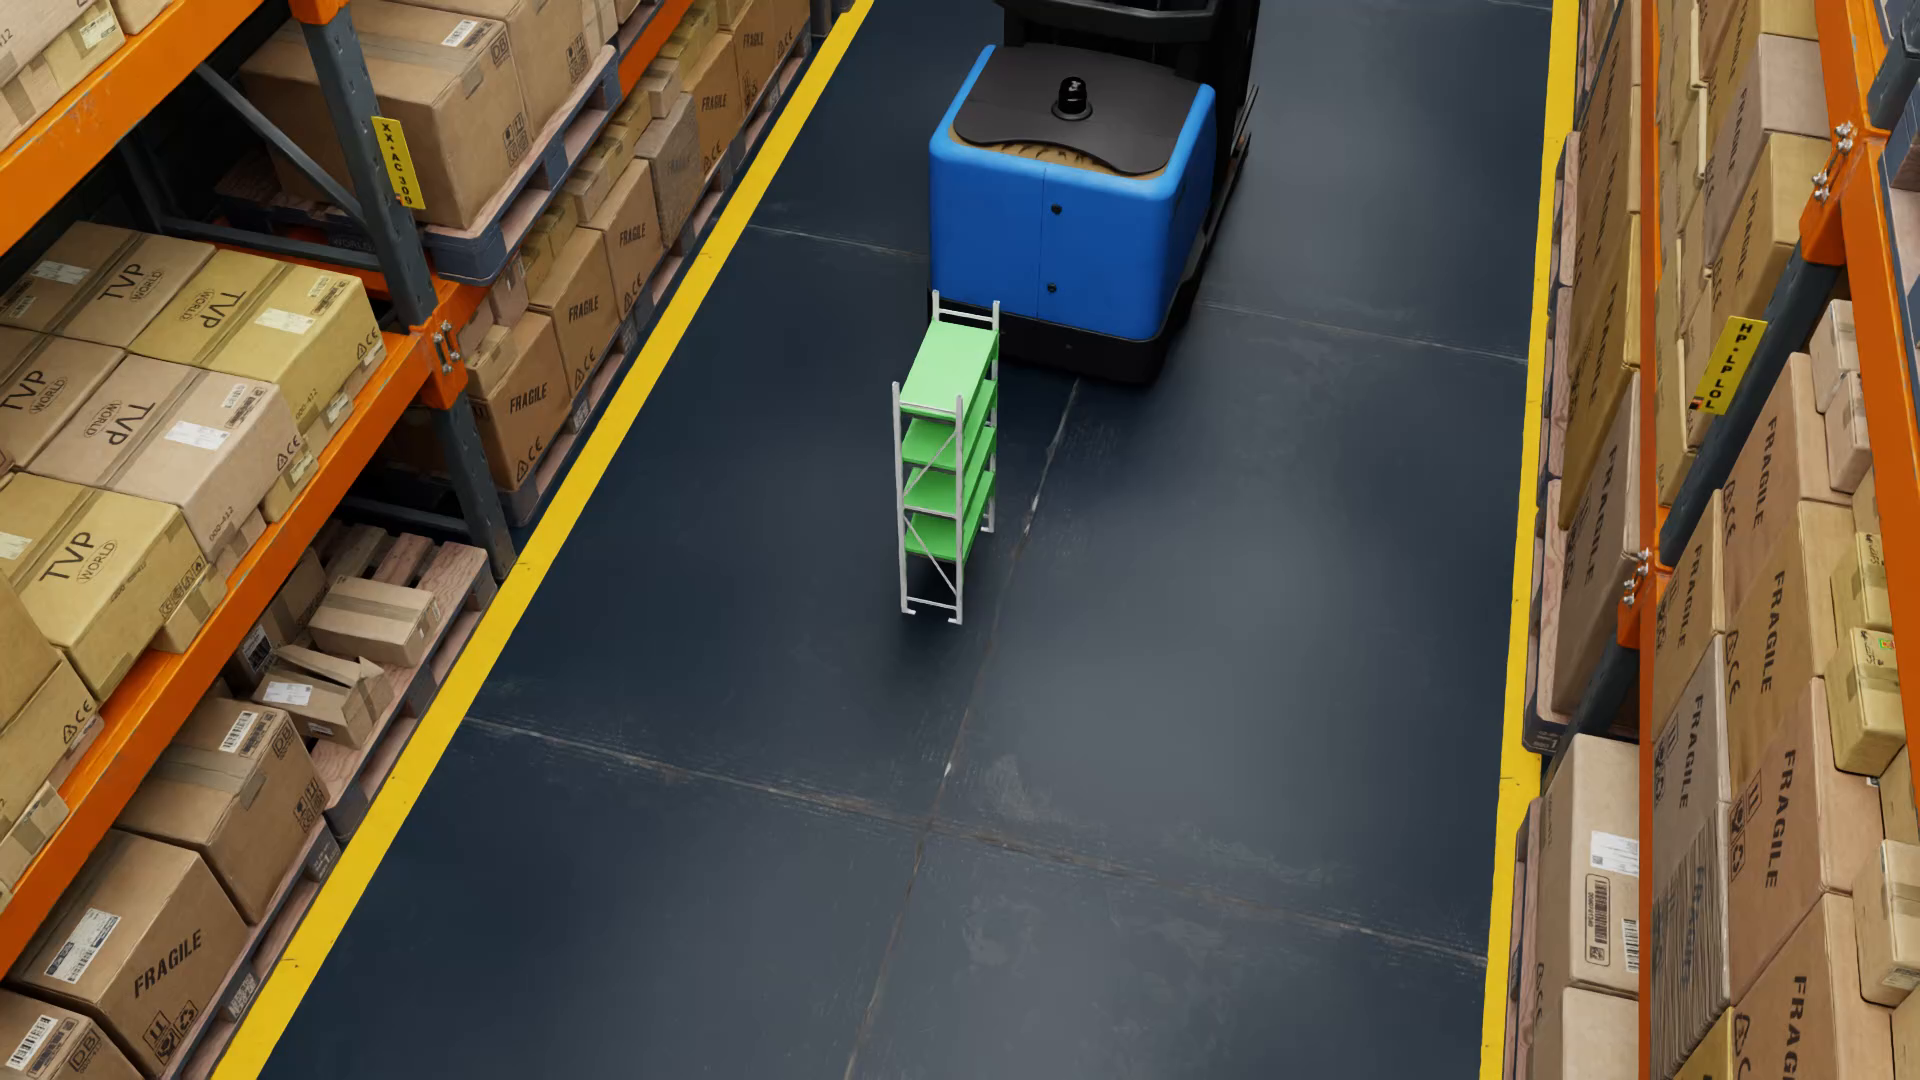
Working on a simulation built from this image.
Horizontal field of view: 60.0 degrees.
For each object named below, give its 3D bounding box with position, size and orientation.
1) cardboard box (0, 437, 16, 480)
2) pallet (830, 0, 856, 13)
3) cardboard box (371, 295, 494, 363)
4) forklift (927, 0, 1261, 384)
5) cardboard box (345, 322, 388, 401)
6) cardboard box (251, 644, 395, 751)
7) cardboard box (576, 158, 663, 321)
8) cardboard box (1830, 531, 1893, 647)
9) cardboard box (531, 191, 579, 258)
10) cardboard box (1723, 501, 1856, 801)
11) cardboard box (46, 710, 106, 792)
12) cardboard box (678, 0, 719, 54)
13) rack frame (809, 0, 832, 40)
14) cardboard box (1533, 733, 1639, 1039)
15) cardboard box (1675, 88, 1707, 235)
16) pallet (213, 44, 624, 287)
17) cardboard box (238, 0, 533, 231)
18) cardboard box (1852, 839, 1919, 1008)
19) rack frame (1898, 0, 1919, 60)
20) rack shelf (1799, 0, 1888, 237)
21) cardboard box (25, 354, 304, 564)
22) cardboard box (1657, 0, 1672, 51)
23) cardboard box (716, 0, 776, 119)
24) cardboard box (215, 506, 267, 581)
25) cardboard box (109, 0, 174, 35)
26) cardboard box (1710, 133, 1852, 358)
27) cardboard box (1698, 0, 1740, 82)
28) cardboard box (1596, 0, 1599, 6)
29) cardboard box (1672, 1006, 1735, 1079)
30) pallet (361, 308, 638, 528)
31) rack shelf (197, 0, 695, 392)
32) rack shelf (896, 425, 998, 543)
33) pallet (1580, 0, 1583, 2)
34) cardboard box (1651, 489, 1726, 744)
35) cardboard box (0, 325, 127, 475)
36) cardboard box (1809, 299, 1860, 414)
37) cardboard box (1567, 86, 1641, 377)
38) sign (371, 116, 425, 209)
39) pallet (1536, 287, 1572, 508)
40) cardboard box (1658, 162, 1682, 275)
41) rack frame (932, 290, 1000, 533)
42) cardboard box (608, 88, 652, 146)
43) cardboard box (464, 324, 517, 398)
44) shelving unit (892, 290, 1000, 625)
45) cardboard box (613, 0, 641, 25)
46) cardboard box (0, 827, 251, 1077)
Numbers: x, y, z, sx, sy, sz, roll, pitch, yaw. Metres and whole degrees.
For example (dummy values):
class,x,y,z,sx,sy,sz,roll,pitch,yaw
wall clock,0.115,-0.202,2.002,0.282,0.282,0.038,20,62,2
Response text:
class,x,y,z,sx,sy,sz,roll,pitch,yaw
cardboard box,-2.903,-0.245,4.286,0.500,0.500,0.500,10,49,9
pallet,-0.947,-3.531,9.644,1.003,0.211,1.213,12,50,10
cardboard box,-1.962,-0.816,6.145,0.380,0.149,0.250,11,49,9
forklift,0.808,-2.775,7.163,1.130,2.935,3.031,14,50,12
cardboard box,-2.094,-0.609,5.373,0.380,0.149,0.250,12,50,11
cardboard box,-2.211,0.513,5.759,0.396,0.266,0.258,13,50,11
cardboard box,-1.644,-1.337,7.235,0.500,0.500,0.500,10,49,9
cardboard box,1.999,0.153,3.367,0.380,0.149,0.250,11,50,10
cardboard box,-1.789,-1.310,6.779,0.380,0.149,0.250,11,49,9
cardboard box,2.037,0.301,3.669,0.500,0.500,0.500,11,49,10
cardboard box,-2.518,0.504,4.391,0.380,0.149,0.250,11,50,10
cardboard box,-1.354,-2.418,7.756,0.380,0.149,0.250,13,50,11
rack frame,-1.201,-3.866,8.080,1.000,3.000,0.127,12,50,10
cardboard box,2.267,1.146,5.085,0.875,0.438,0.875,11,49,9
cardboard box,2.672,-1.217,5.509,0.500,0.250,0.500,13,50,11
pallet,-1.939,-1.465,6.089,1.003,0.211,1.213,12,50,10
cardboard box,-1.911,-1.450,5.601,0.700,0.500,0.500,13,50,11
cardboard box,1.783,0.701,2.883,0.380,0.149,0.250,12,50,10
rack frame,2.535,-1.981,2.415,1.000,3.000,0.127,12,50,10
rack shelf,3.062,-2.197,5.086,1.077,0.370,4.000,12,50,10
cardboard box,-2.270,-0.239,4.781,0.500,0.250,0.500,12,50,10
cardboard box,3.099,-2.160,6.675,0.500,0.250,0.500,10,49,9
cardboard box,-1.247,-2.469,8.235,0.500,0.500,0.500,11,49,9
cardboard box,-2.282,-0.039,4.870,0.380,0.149,0.250,13,50,11
cardboard box,-2.131,-1.387,4.059,0.380,0.149,0.250,11,50,10
cardboard box,2.411,-0.732,4.581,0.500,0.500,0.500,13,50,11
cardboard box,2.814,-1.848,5.566,0.500,0.500,0.500,12,50,11
cardboard box,3.933,-3.100,8.877,0.950,0.372,0.625,11,49,9
cardboard box,1.750,1.353,3.407,0.500,0.500,0.500,13,50,11
pallet,-2.077,-0.645,7.098,1.003,0.211,1.213,12,50,10
rack shelf,-1.728,-2.181,7.073,1.077,0.370,4.000,12,50,10
rack shelf,-0.044,-0.235,6.161,0.258,0.148,0.480,12,50,10
pallet,4.118,-3.411,9.538,1.003,0.211,1.213,12,50,10
cardboard box,2.159,0.259,4.373,0.500,0.500,0.500,13,50,11
cardboard box,-2.770,-0.352,4.881,0.500,0.250,0.500,11,50,10
cardboard box,2.202,-0.397,3.852,0.380,0.149,0.250,11,49,9
cardboard box,3.087,-1.197,6.862,0.875,0.875,0.875,12,50,10
sign,-1.729,-1.157,5.112,0.100,0.325,0.005,12,50,10
pallet,2.985,-0.531,6.997,1.003,0.211,1.213,12,50,10
cardboard box,2.697,-1.049,5.694,0.500,0.250,0.500,10,49,9
rack frame,0.021,-0.454,6.269,0.240,1.200,0.015,12,50,10
cardboard box,-1.577,-1.864,7.267,0.380,0.149,0.250,12,50,10
cardboard box,-1.903,-0.706,6.246,0.380,0.149,0.250,14,50,12
shelving unit,-0.044,-0.277,6.113,0.258,1.200,0.503,12,50,10
cardboard box,-1.568,-2.392,6.433,0.700,0.500,0.500,11,50,10
cardboard box,-2.556,1.212,4.986,0.500,0.500,0.500,12,50,11
